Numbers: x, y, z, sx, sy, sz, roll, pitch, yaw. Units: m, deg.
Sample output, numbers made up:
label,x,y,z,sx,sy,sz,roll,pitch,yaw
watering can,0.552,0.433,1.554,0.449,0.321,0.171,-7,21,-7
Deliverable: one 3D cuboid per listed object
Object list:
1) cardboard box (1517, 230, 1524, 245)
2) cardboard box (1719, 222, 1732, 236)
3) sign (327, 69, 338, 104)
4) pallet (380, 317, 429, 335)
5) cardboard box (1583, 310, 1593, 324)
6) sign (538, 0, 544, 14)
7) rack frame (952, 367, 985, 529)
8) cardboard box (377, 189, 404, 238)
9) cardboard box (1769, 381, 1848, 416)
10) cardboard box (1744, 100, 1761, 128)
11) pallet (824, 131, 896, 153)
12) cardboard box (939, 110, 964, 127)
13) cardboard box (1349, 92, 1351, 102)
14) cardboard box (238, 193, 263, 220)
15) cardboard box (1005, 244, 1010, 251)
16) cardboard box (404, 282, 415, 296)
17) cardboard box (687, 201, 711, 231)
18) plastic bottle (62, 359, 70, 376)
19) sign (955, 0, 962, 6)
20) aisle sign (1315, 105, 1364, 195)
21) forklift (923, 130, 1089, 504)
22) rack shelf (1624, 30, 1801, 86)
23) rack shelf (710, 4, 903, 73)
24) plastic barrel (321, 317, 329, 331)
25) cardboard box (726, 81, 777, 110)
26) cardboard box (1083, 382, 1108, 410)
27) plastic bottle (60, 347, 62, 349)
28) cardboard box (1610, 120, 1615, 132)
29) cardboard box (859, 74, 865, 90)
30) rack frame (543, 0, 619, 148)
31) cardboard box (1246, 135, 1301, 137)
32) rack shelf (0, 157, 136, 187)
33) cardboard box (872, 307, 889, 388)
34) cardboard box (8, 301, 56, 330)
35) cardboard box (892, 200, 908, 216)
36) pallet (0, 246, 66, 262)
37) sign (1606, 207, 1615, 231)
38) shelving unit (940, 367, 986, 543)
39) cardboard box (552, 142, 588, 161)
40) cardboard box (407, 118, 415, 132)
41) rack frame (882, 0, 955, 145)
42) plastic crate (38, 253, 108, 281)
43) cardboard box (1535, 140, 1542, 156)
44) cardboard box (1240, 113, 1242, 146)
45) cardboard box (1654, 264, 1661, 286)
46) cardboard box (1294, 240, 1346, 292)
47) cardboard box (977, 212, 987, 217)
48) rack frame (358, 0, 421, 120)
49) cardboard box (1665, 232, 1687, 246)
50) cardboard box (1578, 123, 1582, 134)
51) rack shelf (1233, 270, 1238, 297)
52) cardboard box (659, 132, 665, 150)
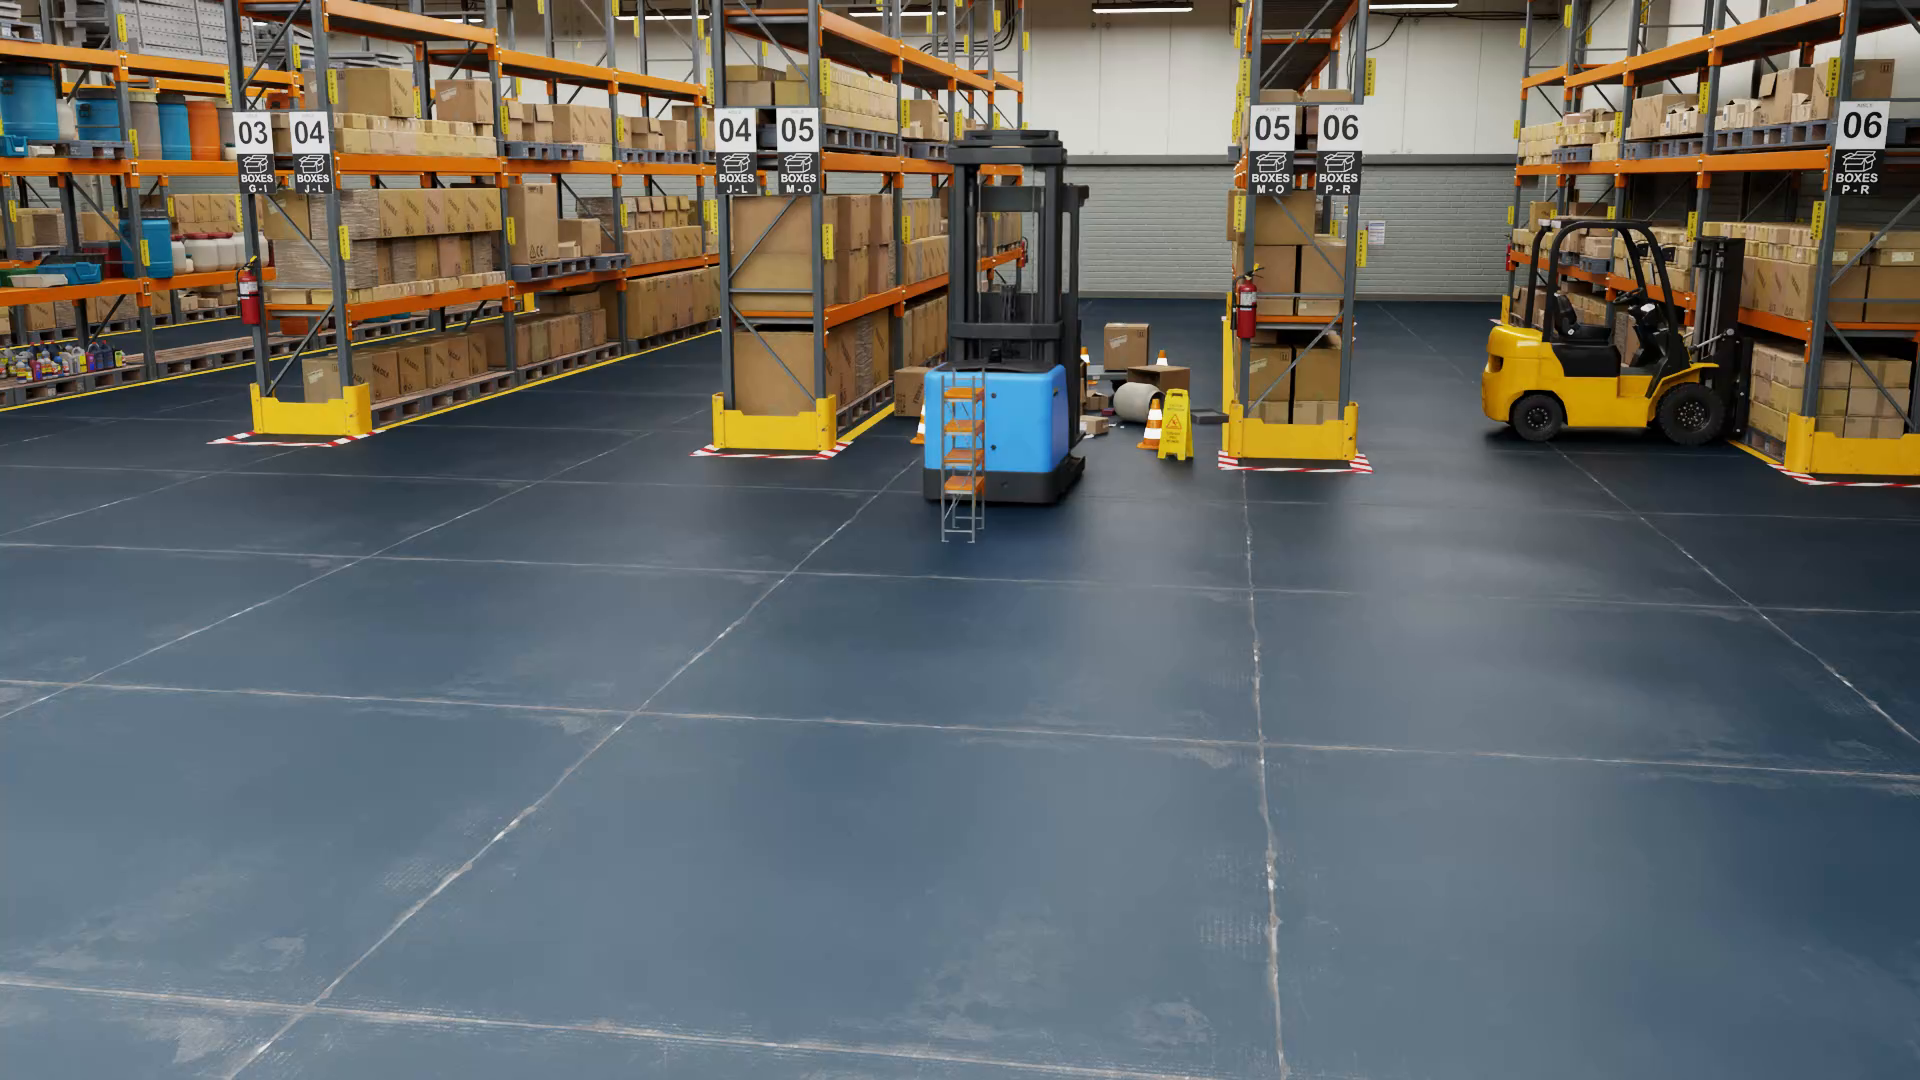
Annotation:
label,x,y,z,sx,sy,sz,roll,pitch,yaw
cardboard box,10.060,-5.296,29.097,0.500,0.250,0.500,2,12,9
cardboard box,8.352,-3.313,17.764,0.380,0.149,0.250,2,12,10
sign,-6.149,-4.441,16.286,0.100,0.325,0.005,2,12,9
pallet,-9.893,-3.701,28.666,1.003,0.211,1.213,2,12,9
cardboard box,9.261,-3.040,23.918,0.500,0.500,0.500,2,12,11
sign,-6.003,-7.714,23.836,0.100,0.325,0.005,2,12,9
rack frame,0.063,-0.672,12.263,0.240,1.200,0.015,2,12,9
cardboard box,-6.247,-3.458,17.600,0.500,0.500,0.500,2,12,9
cardboard box,7.778,-1.301,15.253,0.500,0.250,0.500,2,12,8
cardboard box,8.099,-4.272,16.662,0.396,0.266,0.258,2,12,7
pallet,-1.320,-4.469,18.700,1.003,0.211,1.213,2,12,9
cardboard box,-0.155,-6.175,24.352,0.396,0.266,0.258,2,12,9
cardboard box,3.486,-4.148,15.702,0.380,0.149,0.250,2,12,9
cardboard box,-13.886,-6.548,32.648,0.500,0.500,0.500,2,12,10
cardboard box,0.706,-5.303,30.077,0.380,0.149,0.250,1,12,6
cardboard box,-6.220,-2.754,18.250,0.380,0.149,0.250,2,12,9
cardboard box,-4.513,-5.593,28.696,0.500,0.500,0.500,2,12,9
plastic bottle,-10.877,-2.095,20.195,0.097,0.201,0.097,0,12,0
sign,-0.020,-7.498,22.832,0.100,0.325,0.005,2,12,9
aisle sign,3.404,-3.492,14.905,0.394,0.787,0.004,2,12,9
forklift,0.496,-1.981,14.227,1.130,2.935,3.031,2,12,11
rack shelf,8.935,-5.718,19.824,1.077,0.370,4.000,2,12,9
rack shelf,-1.492,-5.185,17.350,1.077,0.370,4.000,2,12,9
plastic barrel,-10.292,-3.603,26.499,0.421,0.512,0.421,0,12,0
cardboard box,-2.000,-4.287,16.060,0.500,0.250,0.500,2,12,9
cardboard box,1.476,-1.640,18.973,0.258,0.266,0.396,-7,14,-30
plastic bottle,-11.469,-2.321,21.066,0.152,0.276,0.135,2,12,11
cardboard box,9.139,-5.672,22.776,0.380,0.149,0.250,1,12,7
cardboard box,-1.198,-4.748,17.253,0.380,0.149,0.250,2,12,9
rack frame,-5.454,-7.163,23.871,1.000,3.000,0.127,2,12,9
cardboard box,3.012,-4.002,15.972,0.500,0.250,0.500,2,12,8
rack shelf,-11.271,-4.256,19.212,1.077,0.370,4.000,2,12,9
cardboard box,-1.350,-2.254,19.378,0.875,0.875,0.875,2,12,10
cardboard box,-14.890,-3.631,26.609,0.500,0.500,0.500,2,12,11
cardboard box,-1.037,-3.964,20.657,0.700,0.500,0.500,2,12,8
pallet,-15.207,-4.602,26.681,1.213,0.211,1.003,2,12,9
sign,8.705,-4.292,22.229,0.100,0.325,0.005,2,12,9
shelving unit,0.025,-0.621,12.027,0.258,1.200,0.503,2,12,9
cardboard box,-5.428,-5.308,22.740,0.500,0.250,0.500,2,12,10
cardboard box,-6.188,-4.526,18.163,0.380,0.149,0.250,2,12,8
rack frame,-0.569,-6.981,23.027,1.000,3.000,0.127,2,12,9
plastic crate,-11.170,-3.423,20.904,0.767,0.338,0.504,2,12,9
cardboard box,9.929,-6.548,27.789,0.500,0.250,0.500,2,12,8
cardboard box,4.247,-5.715,23.028,0.797,0.503,0.637,1,12,5
cardboard box,8.625,-3.164,19.910,0.500,0.250,0.500,2,12,9
cardboard box,3.608,-2.742,16.652,0.500,0.500,0.500,2,12,8
cardboard box,0.356,-5.650,27.775,0.500,0.500,0.500,2,12,10
rack frame,-9.733,-8.156,28.479,1.000,3.000,0.127,2,12,9
cardboard box,8.482,-3.523,19.445,0.380,0.149,0.250,1,12,7
cardboard box,9.248,-6.007,24.281,0.380,0.149,0.250,2,12,9
rack shelf,4.030,-3.141,21.157,1.077,0.370,4.000,2,12,9
cardboard box,-5.097,-6.466,26.969,0.500,0.311,0.500,1,12,7
